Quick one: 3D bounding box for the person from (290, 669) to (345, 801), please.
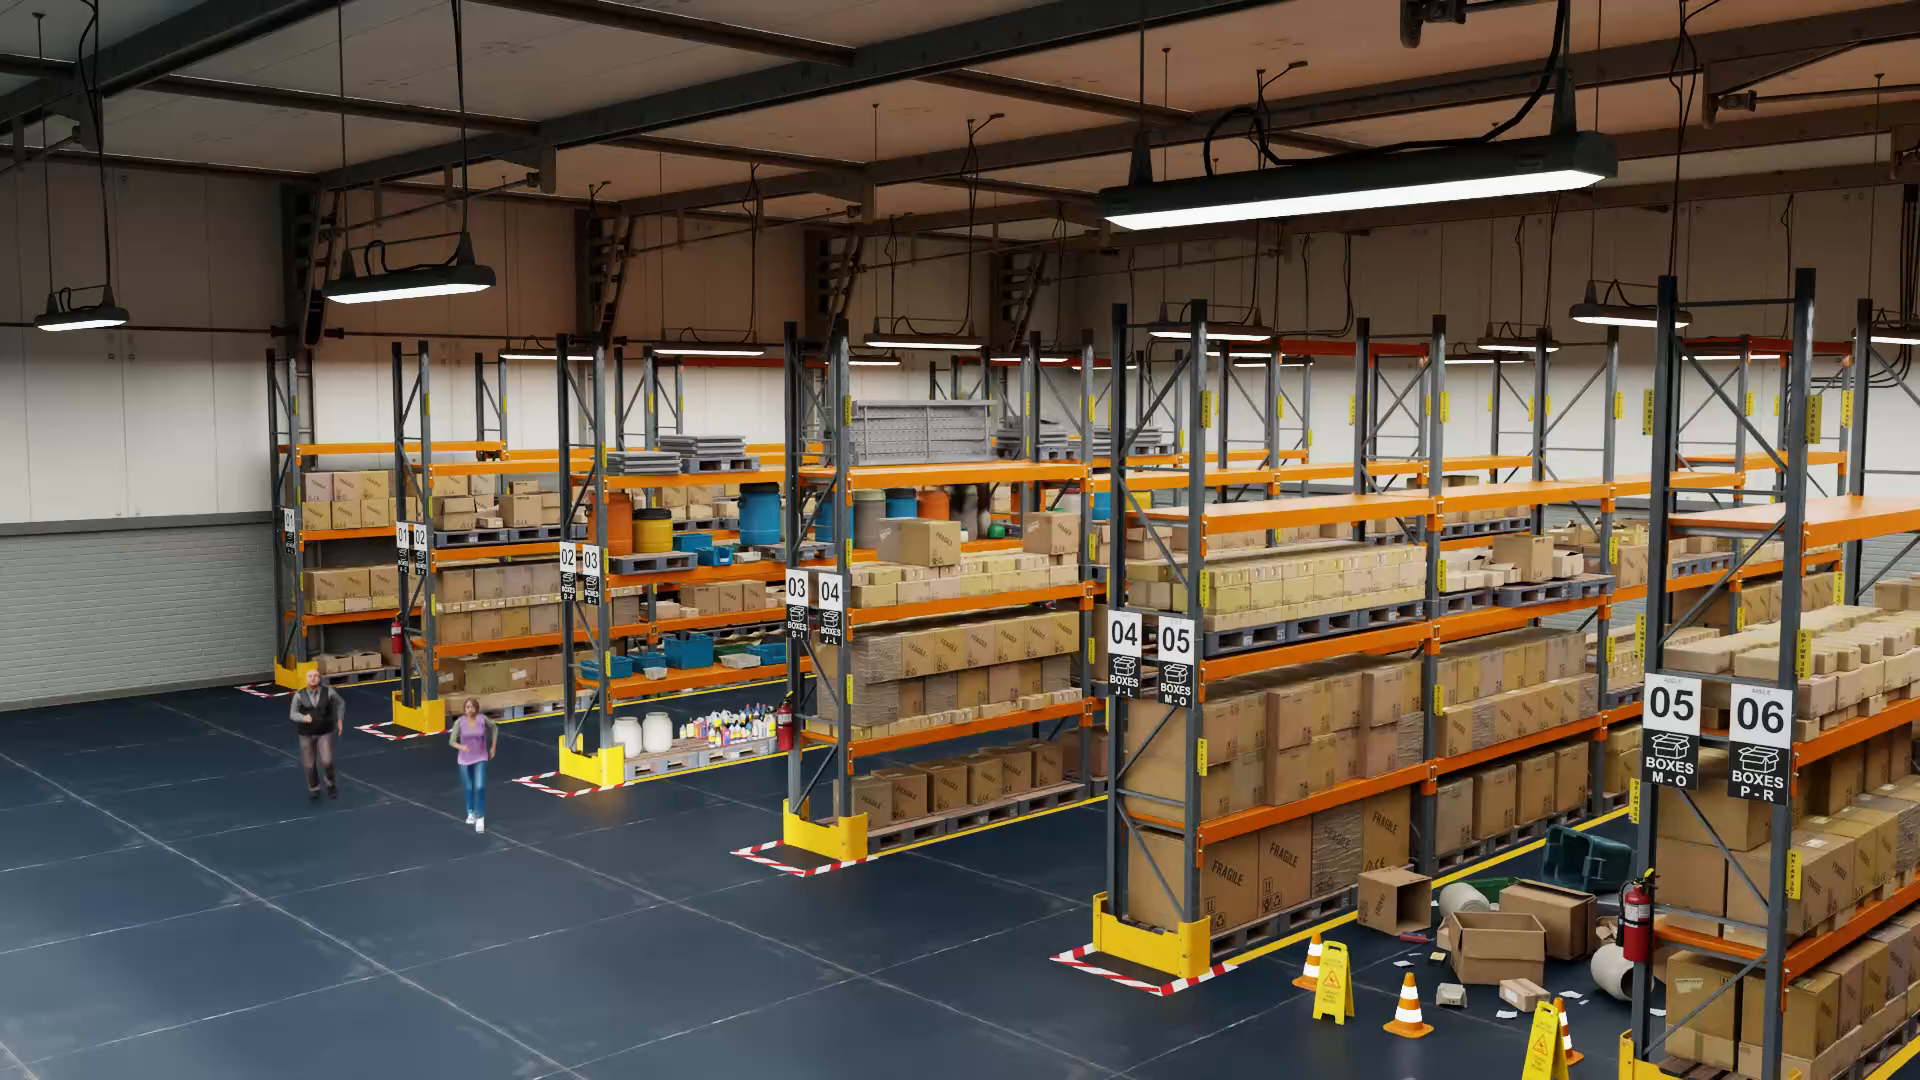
[{"bbox_3d":[-8.150,2.488,21.105,0.650,1.703,0.670,-2,5,-18],"label":"person"}]

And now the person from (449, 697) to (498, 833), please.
[{"bbox_3d":[-5.774,2.668,19.752,0.549,1.635,0.686,-1,5,-12],"label":"person"}]
